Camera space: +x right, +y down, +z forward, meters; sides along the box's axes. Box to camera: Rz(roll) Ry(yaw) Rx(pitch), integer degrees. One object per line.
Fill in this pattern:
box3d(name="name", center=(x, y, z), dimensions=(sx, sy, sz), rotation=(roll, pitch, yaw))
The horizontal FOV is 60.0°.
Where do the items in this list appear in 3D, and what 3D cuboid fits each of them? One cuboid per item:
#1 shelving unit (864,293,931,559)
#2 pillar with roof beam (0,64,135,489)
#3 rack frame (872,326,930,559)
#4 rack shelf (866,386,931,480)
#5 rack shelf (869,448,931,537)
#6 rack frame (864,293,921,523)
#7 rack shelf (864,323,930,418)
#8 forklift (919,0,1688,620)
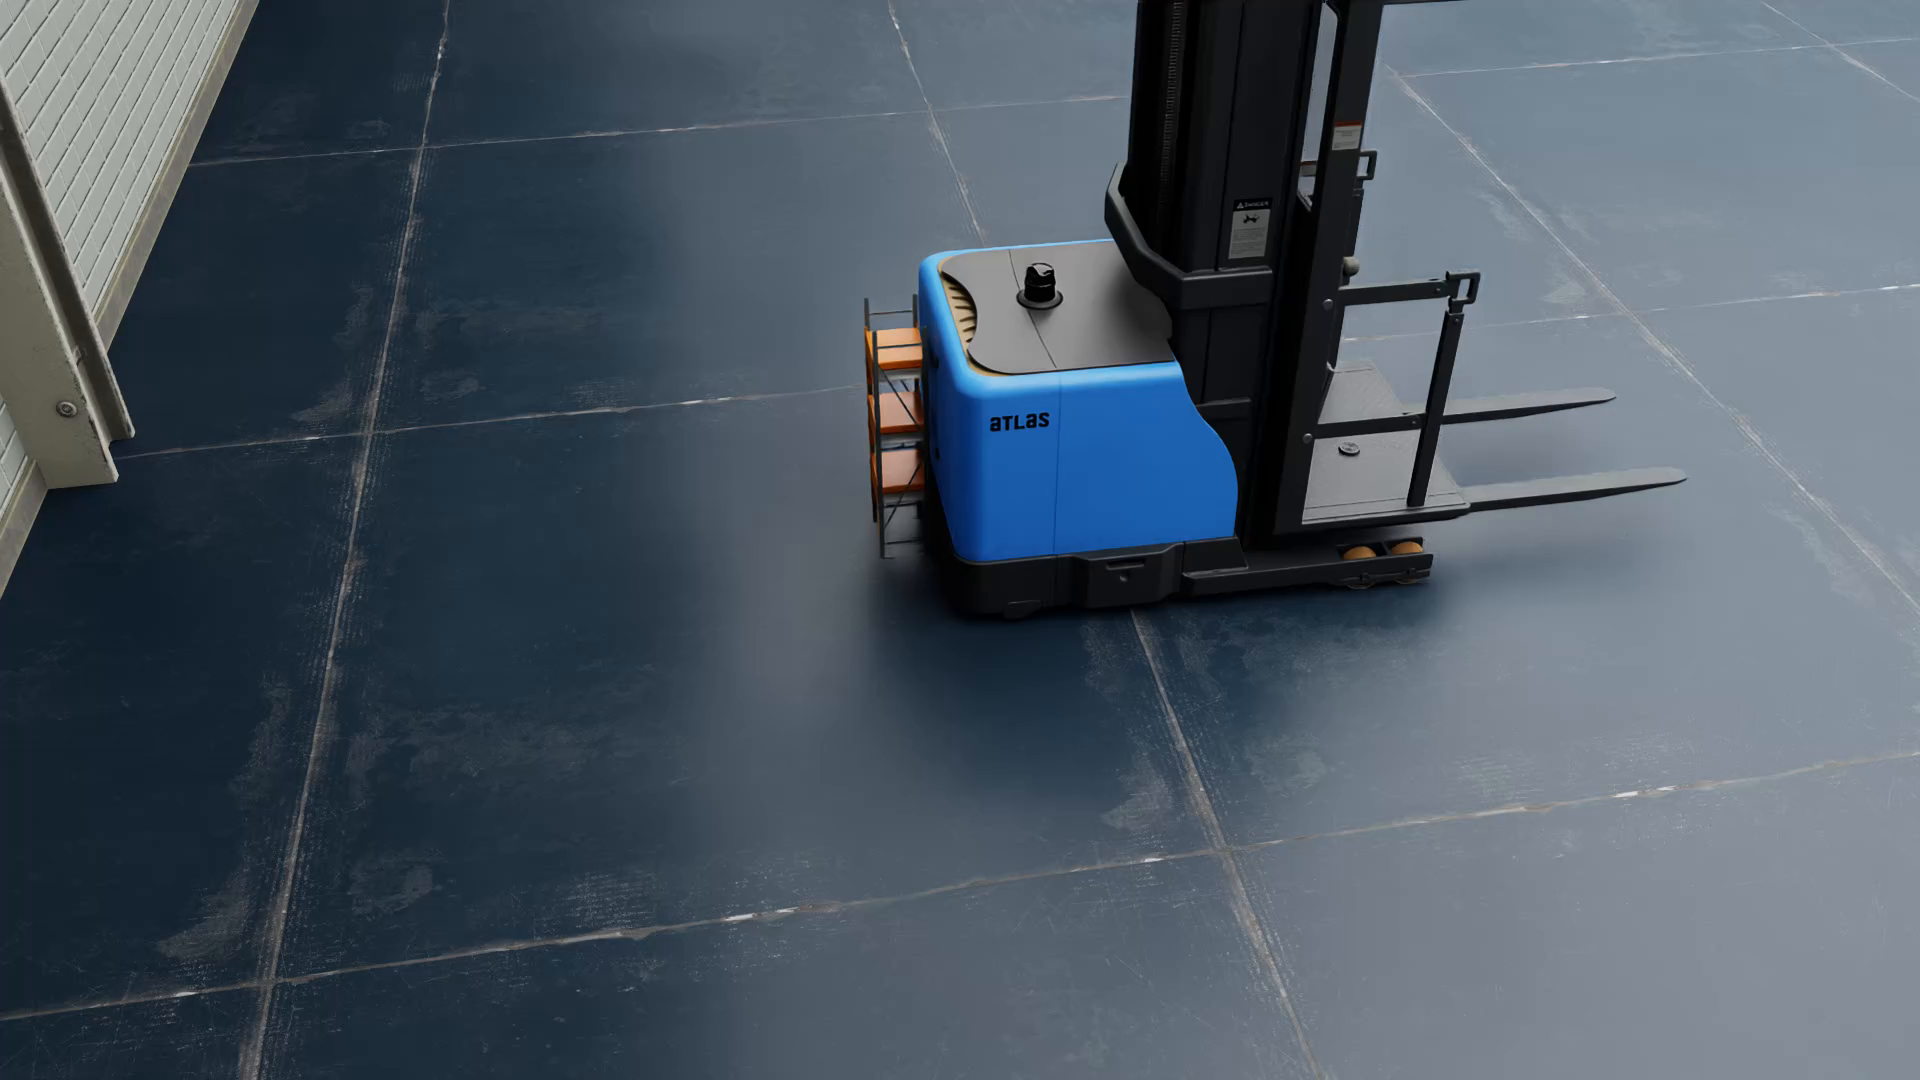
box3d(name="shelving unit", center=(-0.239, -0.423, 6.439), dimensions=(0.215, 1.050, 0.252), rotation=(-6, 38, -7))
box3d(name="pillar with roof beam", center=(0.465, -4.365, 5.034), dimensions=(9.100, 9.000, 0.400), rotation=(-6, 38, -8))
box3d(name="rack frame", center=(-0.219, -0.350, 6.344), dimensions=(0.200, 1.050, 0.008), rotation=(-6, 38, -7))
box3d(name="rack shelf", center=(-0.239, -0.415, 6.446), dimensions=(0.215, 0.259, 0.240), rotation=(-6, 38, -7))
box3d(name="rack shelf", center=(-0.239, -0.196, 6.616), dimensions=(0.215, 0.259, 0.240), rotation=(-6, 38, -7))
box3d(name="rack frame", center=(-0.259, -0.497, 6.534), dimensions=(0.200, 1.050, 0.008), rotation=(-6, 38, -7))
box3d(name="rack shelf", center=(-0.239, -0.639, 6.272), dimensions=(0.215, 0.259, 0.240), rotation=(-6, 38, -7))
box3d(name="forklift", center=(1.391, -1.280, 6.009), dimensions=(3.031, 2.935, 1.130), rotation=(-6, 38, -7))
